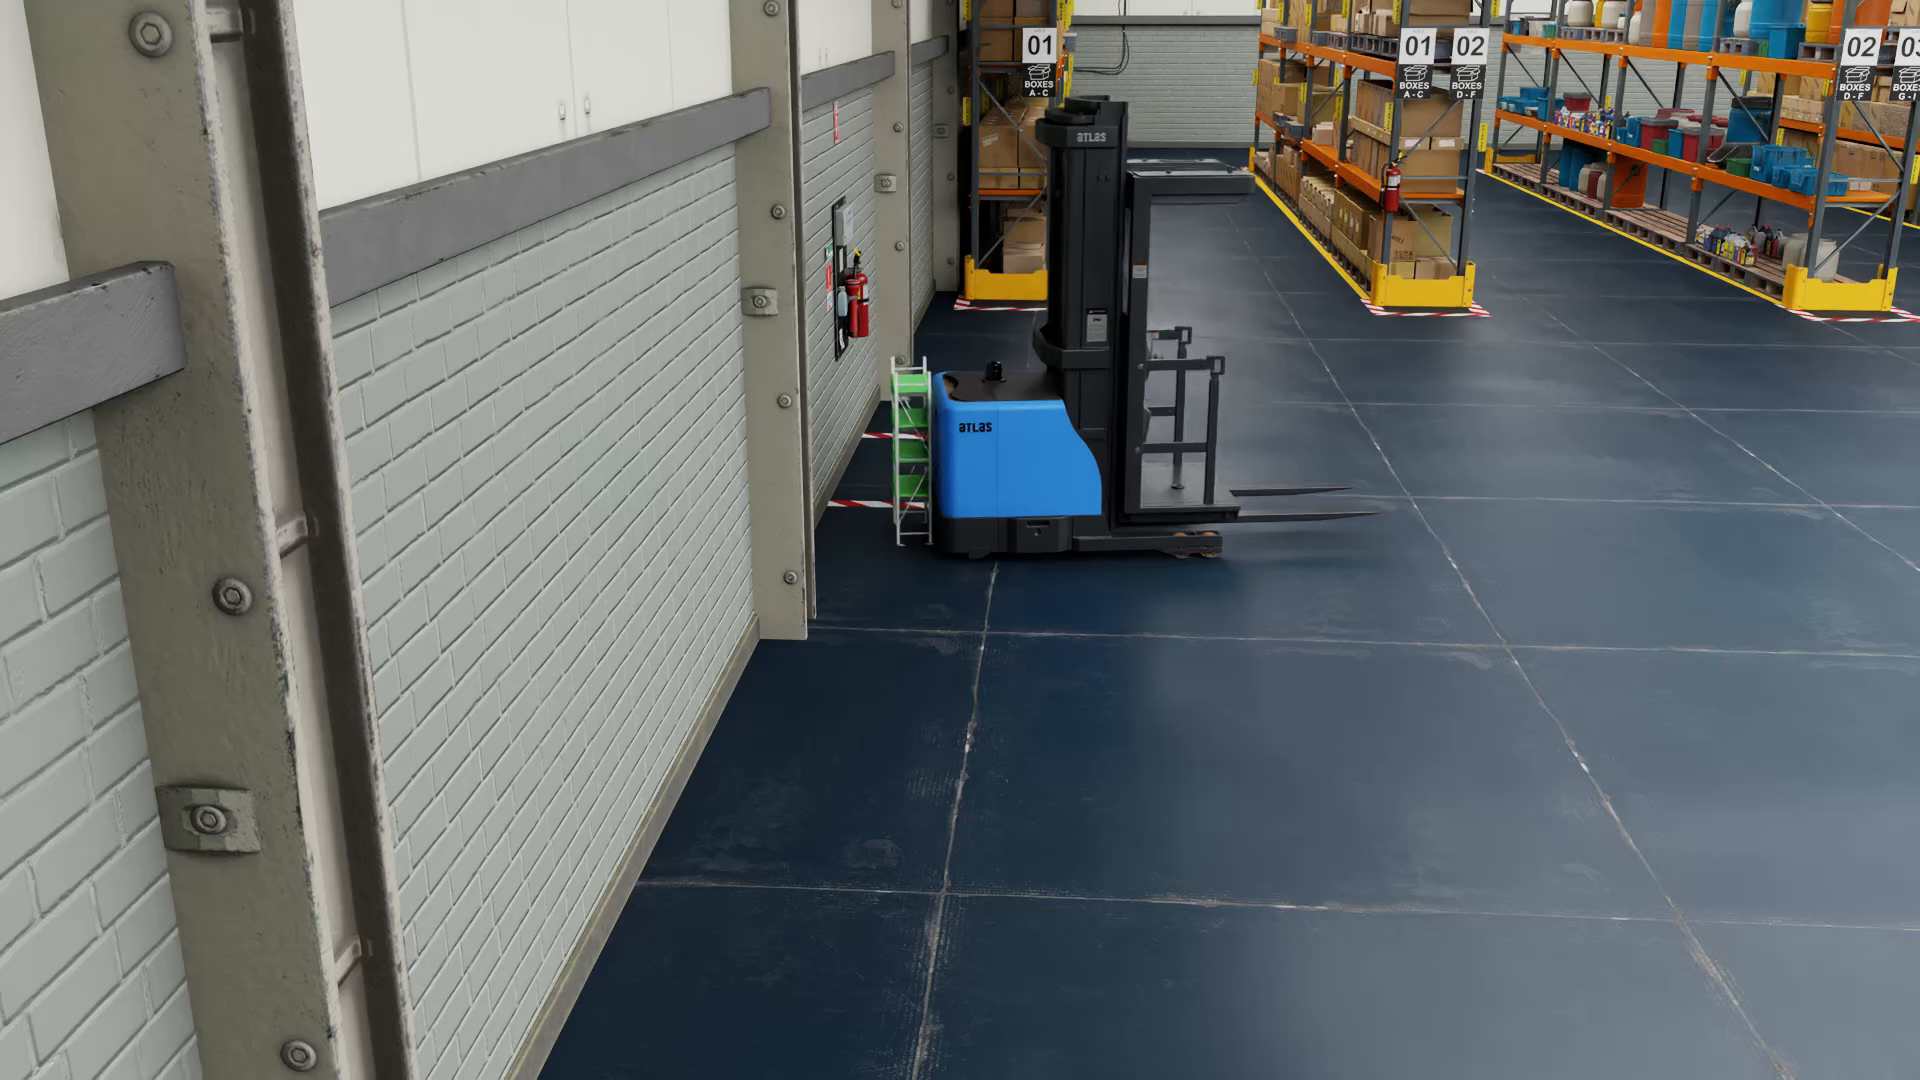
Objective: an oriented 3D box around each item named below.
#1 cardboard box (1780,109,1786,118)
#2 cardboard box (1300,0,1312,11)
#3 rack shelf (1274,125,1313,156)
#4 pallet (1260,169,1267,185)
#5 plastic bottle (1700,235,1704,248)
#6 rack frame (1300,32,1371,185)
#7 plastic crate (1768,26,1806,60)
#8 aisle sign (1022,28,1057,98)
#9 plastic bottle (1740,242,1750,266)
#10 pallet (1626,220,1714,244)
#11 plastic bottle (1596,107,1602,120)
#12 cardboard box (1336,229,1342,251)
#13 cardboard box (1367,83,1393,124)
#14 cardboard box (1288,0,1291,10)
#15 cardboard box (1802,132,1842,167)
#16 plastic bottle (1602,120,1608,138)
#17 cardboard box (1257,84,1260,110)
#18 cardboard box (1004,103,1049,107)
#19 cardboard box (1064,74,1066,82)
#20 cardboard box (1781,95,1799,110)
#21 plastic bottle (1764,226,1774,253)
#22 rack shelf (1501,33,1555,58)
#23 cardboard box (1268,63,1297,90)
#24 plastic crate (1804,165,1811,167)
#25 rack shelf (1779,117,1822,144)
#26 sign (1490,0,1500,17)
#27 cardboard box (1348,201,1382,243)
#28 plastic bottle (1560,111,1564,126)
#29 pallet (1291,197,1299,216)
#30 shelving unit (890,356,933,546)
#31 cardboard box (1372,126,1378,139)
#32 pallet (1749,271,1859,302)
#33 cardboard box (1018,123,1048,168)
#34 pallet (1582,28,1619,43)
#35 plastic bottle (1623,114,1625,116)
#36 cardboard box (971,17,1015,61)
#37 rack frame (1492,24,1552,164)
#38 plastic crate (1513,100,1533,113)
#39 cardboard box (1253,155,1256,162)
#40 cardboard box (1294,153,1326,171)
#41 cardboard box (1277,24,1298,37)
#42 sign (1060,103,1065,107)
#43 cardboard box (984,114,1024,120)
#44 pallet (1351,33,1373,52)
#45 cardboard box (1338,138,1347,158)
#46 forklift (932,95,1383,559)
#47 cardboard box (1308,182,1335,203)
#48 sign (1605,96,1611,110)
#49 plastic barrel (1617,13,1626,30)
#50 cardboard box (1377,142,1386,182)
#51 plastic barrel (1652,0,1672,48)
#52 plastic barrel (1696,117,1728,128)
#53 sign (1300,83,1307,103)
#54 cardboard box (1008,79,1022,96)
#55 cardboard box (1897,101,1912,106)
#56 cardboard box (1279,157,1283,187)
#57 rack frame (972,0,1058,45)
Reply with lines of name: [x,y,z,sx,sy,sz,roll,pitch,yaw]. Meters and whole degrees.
cardboard box: [16.127,-8.257,32.209,0.380,0.149,0.250,2,18,5]
cardboard box: [6.238,-9.169,28.777,0.600,0.600,0.600,1,18,2]
rack shelf: [6.297,-7.056,29.294,1.077,0.370,4.000,1,18,4]
pallet: [6.575,-7.287,33.322,1.003,0.211,1.213,1,18,4]
plastic bottle: [10.332,-4.149,23.056,0.097,0.201,0.097,0,18,0]
rack frame: [6.153,-6.776,27.286,1.000,3.000,0.127,1,18,4]
plastic crate: [10.356,-6.197,20.726,0.392,0.384,0.575,1,18,4]
aisle sign: [0.933,-5.607,19.544,0.394,0.787,0.004,1,18,4]
plastic bottle: [10.205,-3.715,21.599,0.061,0.283,0.133,2,18,5]
pallet: [10.909,-4.722,25.494,1.003,0.211,1.213,1,18,4]
plastic bottle: [11.497,-7.594,29.860,0.144,0.351,0.185,1,18,4]
cardboard box: [5.490,-4.134,22.965,0.500,0.250,0.500,1,18,4]
cardboard box: [5.769,-5.748,21.902,0.700,0.500,0.500,1,18,4]
cardboard box: [6.437,-10.119,30.902,0.700,0.500,0.500,1,18,4]
cardboard box: [16.448,-7.189,31.284,0.875,0.875,0.875,1,18,4]
plastic bottle: [10.714,-6.816,27.594,0.061,0.283,0.133,1,18,4]
cardboard box: [6.432,-9.176,34.450,0.500,0.500,0.500,2,18,5]
cardboard box: [1.043,-6.231,24.754,0.700,0.500,0.500,3,18,10]
cardboard box: [1.638,-8.215,29.802,0.500,0.250,0.500,2,18,5]
cardboard box: [16.201,-8.486,32.267,0.500,0.250,0.500,1,18,3]
plastic bottle: [11.034,-4.106,22.686,0.144,0.351,0.185,0,18,1]
rack shelf: [11.524,-9.612,32.277,1.077,0.370,4.000,1,18,4]
cardboard box: [6.288,-9.020,32.366,0.500,0.500,0.500,1,18,4]
plastic crate: [10.943,-4.787,21.638,0.530,0.136,0.437,1,18,4]
rack shelf: [16.464,-8.076,32.407,1.077,0.370,4.000,1,18,4]
sign: [6.133,-6.156,19.044,0.100,0.325,0.005,1,18,4]
cardboard box: [5.416,-4.180,21.900,0.500,0.500,0.500,1,18,4]
plastic bottle: [10.922,-7.633,30.108,0.097,0.271,0.097,0,18,0]
pallet: [6.245,-5.682,28.425,1.003,0.211,1.213,1,18,4]
shelving unit: [-0.332,-0.612,11.362,0.258,1.200,0.503,-2,18,-5]
cardboard box: [5.526,-5.252,21.432,0.380,0.149,0.250,1,18,3]
pallet: [10.542,-3.132,20.641,1.003,0.211,1.213,1,18,4]
cardboard box: [0.973,-4.837,20.373,0.500,0.500,0.500,1,18,4]
pallet: [11.343,-8.645,28.474,1.003,0.211,1.213,1,18,4]
plastic bottle: [11.586,-7.334,29.188,0.152,0.276,0.135,1,18,4]
cardboard box: [0.416,-6.019,19.964,0.500,0.500,0.500,3,18,8]
rack frame: [11.667,-9.149,34.528,1.000,3.000,0.127,1,18,4]
plastic crate: [11.227,-8.620,33.085,0.416,0.233,0.300,1,18,4]
cardboard box: [6.354,-7.993,34.871,0.380,0.149,0.250,1,18,4]
cardboard box: [5.986,-6.467,28.446,0.500,0.250,0.500,2,18,6]
cardboard box: [6.210,-9.530,31.113,0.500,0.250,0.500,1,18,4]
sign: [1.467,-6.045,23.664,0.100,0.325,0.005,1,18,4]
cardboard box: [0.575,-5.320,21.846,0.500,0.500,0.500,2,18,5]
pallet: [5.831,-6.652,22.231,1.003,0.211,1.213,1,18,4]
cardboard box: [5.746,-5.747,24.361,0.396,0.266,0.258,1,18,3]
forklift: [1.337,-1.435,11.095,3.031,2.935,1.130,-2,18,-5]
cardboard box: [5.755,-5.458,26.103,0.500,0.311,0.500,1,18,2]
sign: [11.929,-8.026,30.654,0.100,0.325,0.005,1,18,4]
plastic barrel: [11.024,-8.560,27.460,0.301,0.262,0.301,0,18,0]
cardboard box: [5.700,-4.801,21.098,0.700,0.500,0.500,1,18,4]
plastic barrel: [10.771,-7.841,25.027,0.600,0.830,0.708,1,18,4]
plastic barrel: [11.147,-6.007,24.720,0.433,0.535,0.433,0,18,0]
sign: [5.611,-7.298,27.146,0.100,0.325,0.005,1,18,4]
cardboard box: [0.986,-7.587,27.886,0.500,0.250,0.500,2,18,5]
cardboard box: [16.152,-7.507,27.745,0.797,0.503,0.637,2,18,5]
cardboard box: [6.135,-6.729,30.450,0.500,0.500,0.500,2,18,5]
rack frame: [0.639,-7.252,19.103,1.000,3.000,0.127,1,18,4]
